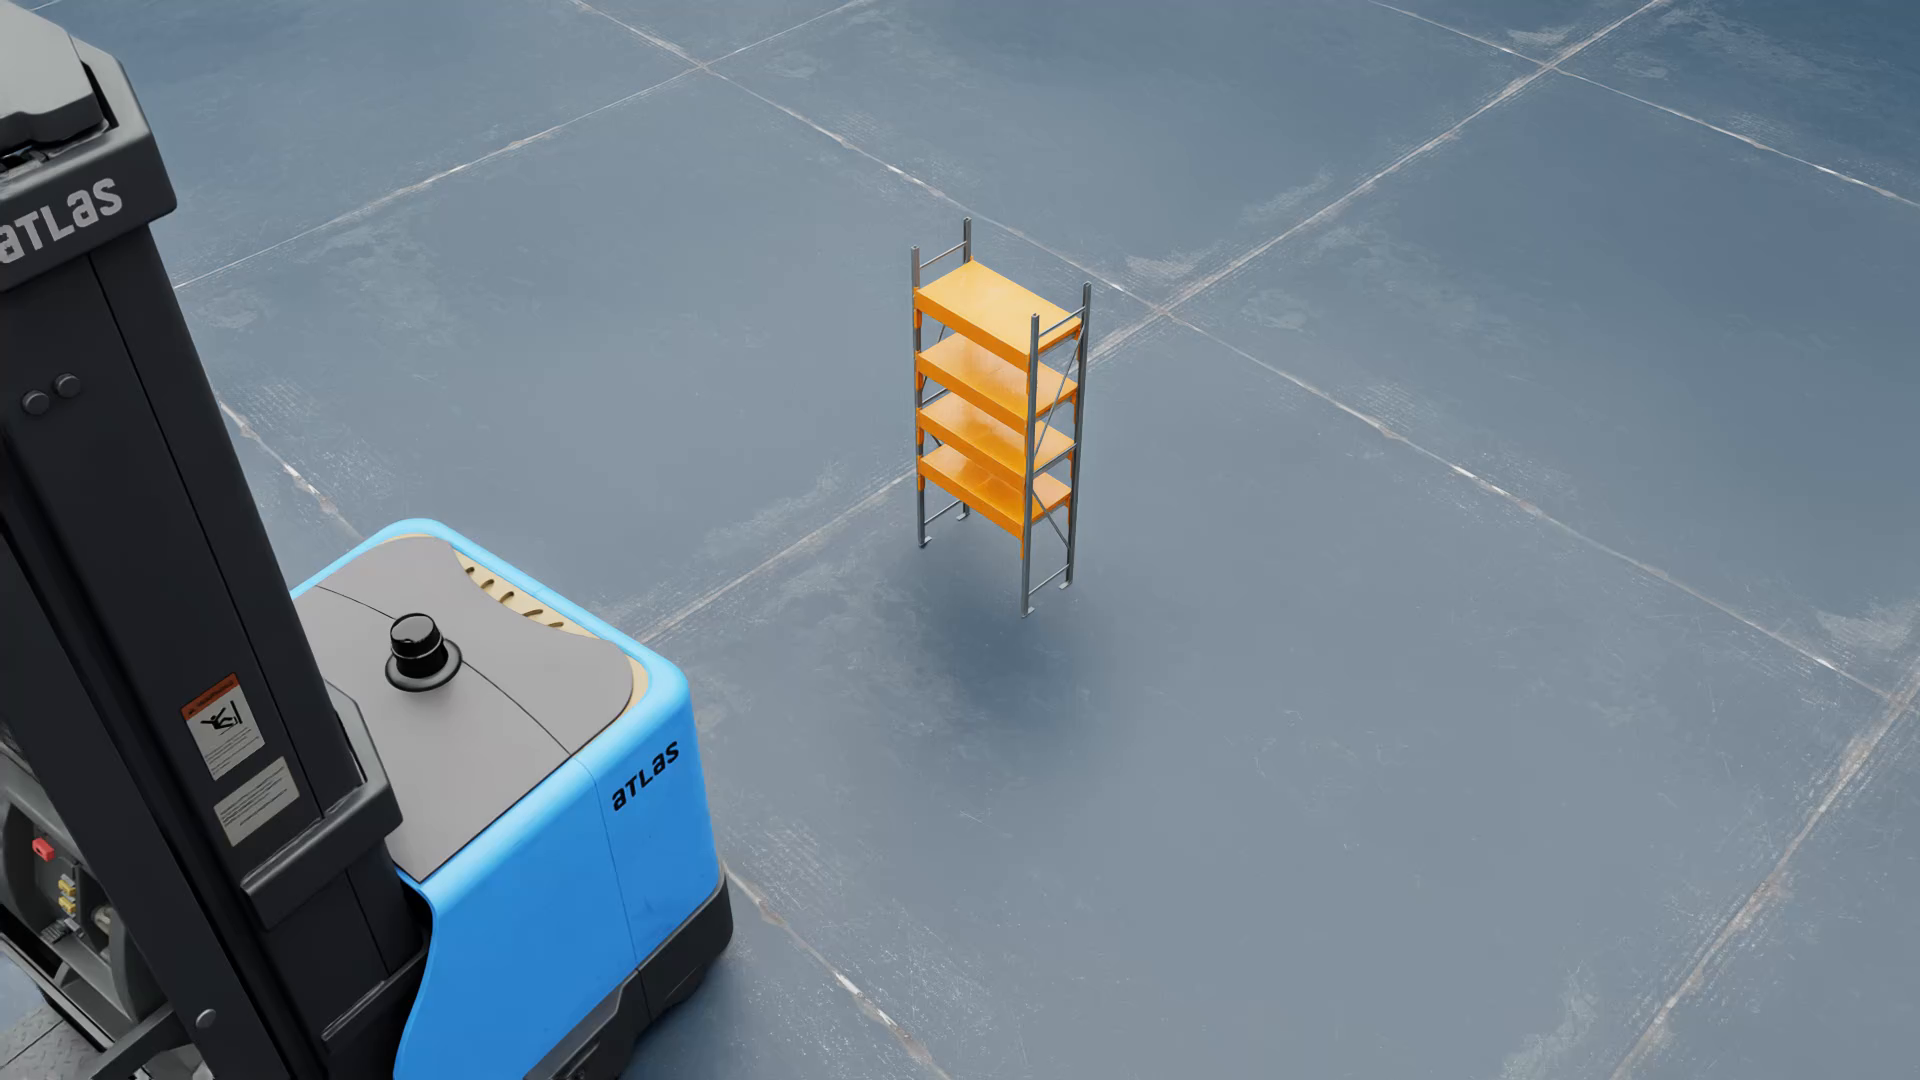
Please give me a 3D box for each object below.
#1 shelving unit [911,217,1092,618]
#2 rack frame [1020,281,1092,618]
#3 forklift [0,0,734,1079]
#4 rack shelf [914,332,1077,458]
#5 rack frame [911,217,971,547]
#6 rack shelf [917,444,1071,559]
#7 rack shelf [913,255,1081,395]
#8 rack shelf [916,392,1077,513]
[{"bbox_3d":[0.117,-0.361,5.257,0.258,1.200,0.503,-34,53,-31],"label":"shelving unit"},{"bbox_3d":[0.289,-0.244,5.130,0.240,1.200,0.015,-34,53,-31],"label":"rack frame"},{"bbox_3d":[-1.898,0.627,2.911,1.130,2.935,3.031,27,49,26],"label":"forklift"},{"bbox_3d":[0.117,-0.476,5.151,0.258,0.148,0.480,-34,53,-31],"label":"rack shelf"},{"bbox_3d":[-0.055,-0.478,5.384,0.240,1.200,0.015,-34,53,-31],"label":"rack frame"},{"bbox_3d":[0.117,-0.166,5.437,0.258,0.148,0.480,-34,53,-31],"label":"rack shelf"},{"bbox_3d":[0.117,-0.650,4.990,0.258,0.148,0.480,-34,53,-31],"label":"rack shelf"},{"bbox_3d":[0.117,-0.312,5.302,0.258,0.148,0.480,-34,53,-31],"label":"rack shelf"}]
